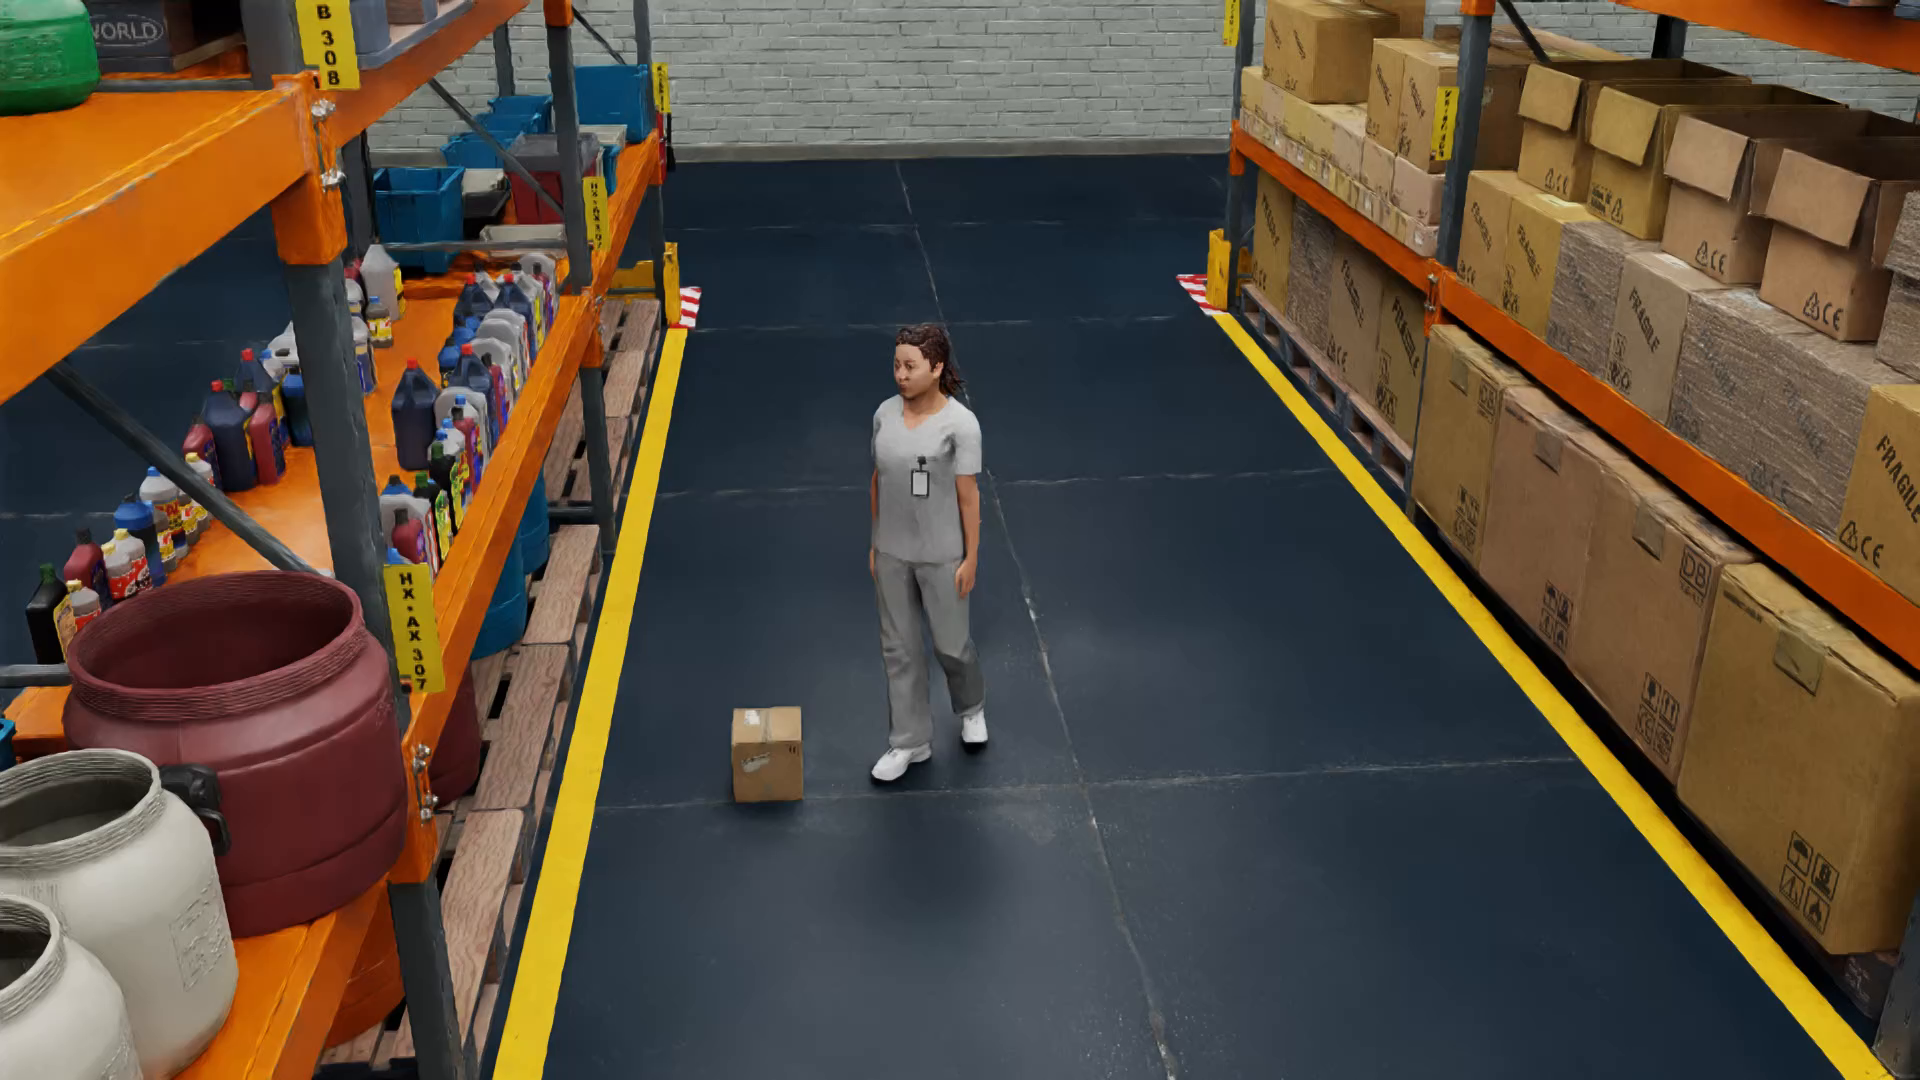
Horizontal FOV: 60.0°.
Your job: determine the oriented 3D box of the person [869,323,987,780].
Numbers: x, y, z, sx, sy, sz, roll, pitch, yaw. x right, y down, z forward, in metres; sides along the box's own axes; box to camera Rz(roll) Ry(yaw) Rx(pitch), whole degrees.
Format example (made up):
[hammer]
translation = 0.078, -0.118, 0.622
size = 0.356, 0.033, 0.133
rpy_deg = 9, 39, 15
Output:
[person]
translation = -0.126, 0.035, 6.008
size = 0.450, 1.666, 0.622
rpy_deg = 11, 26, 23
